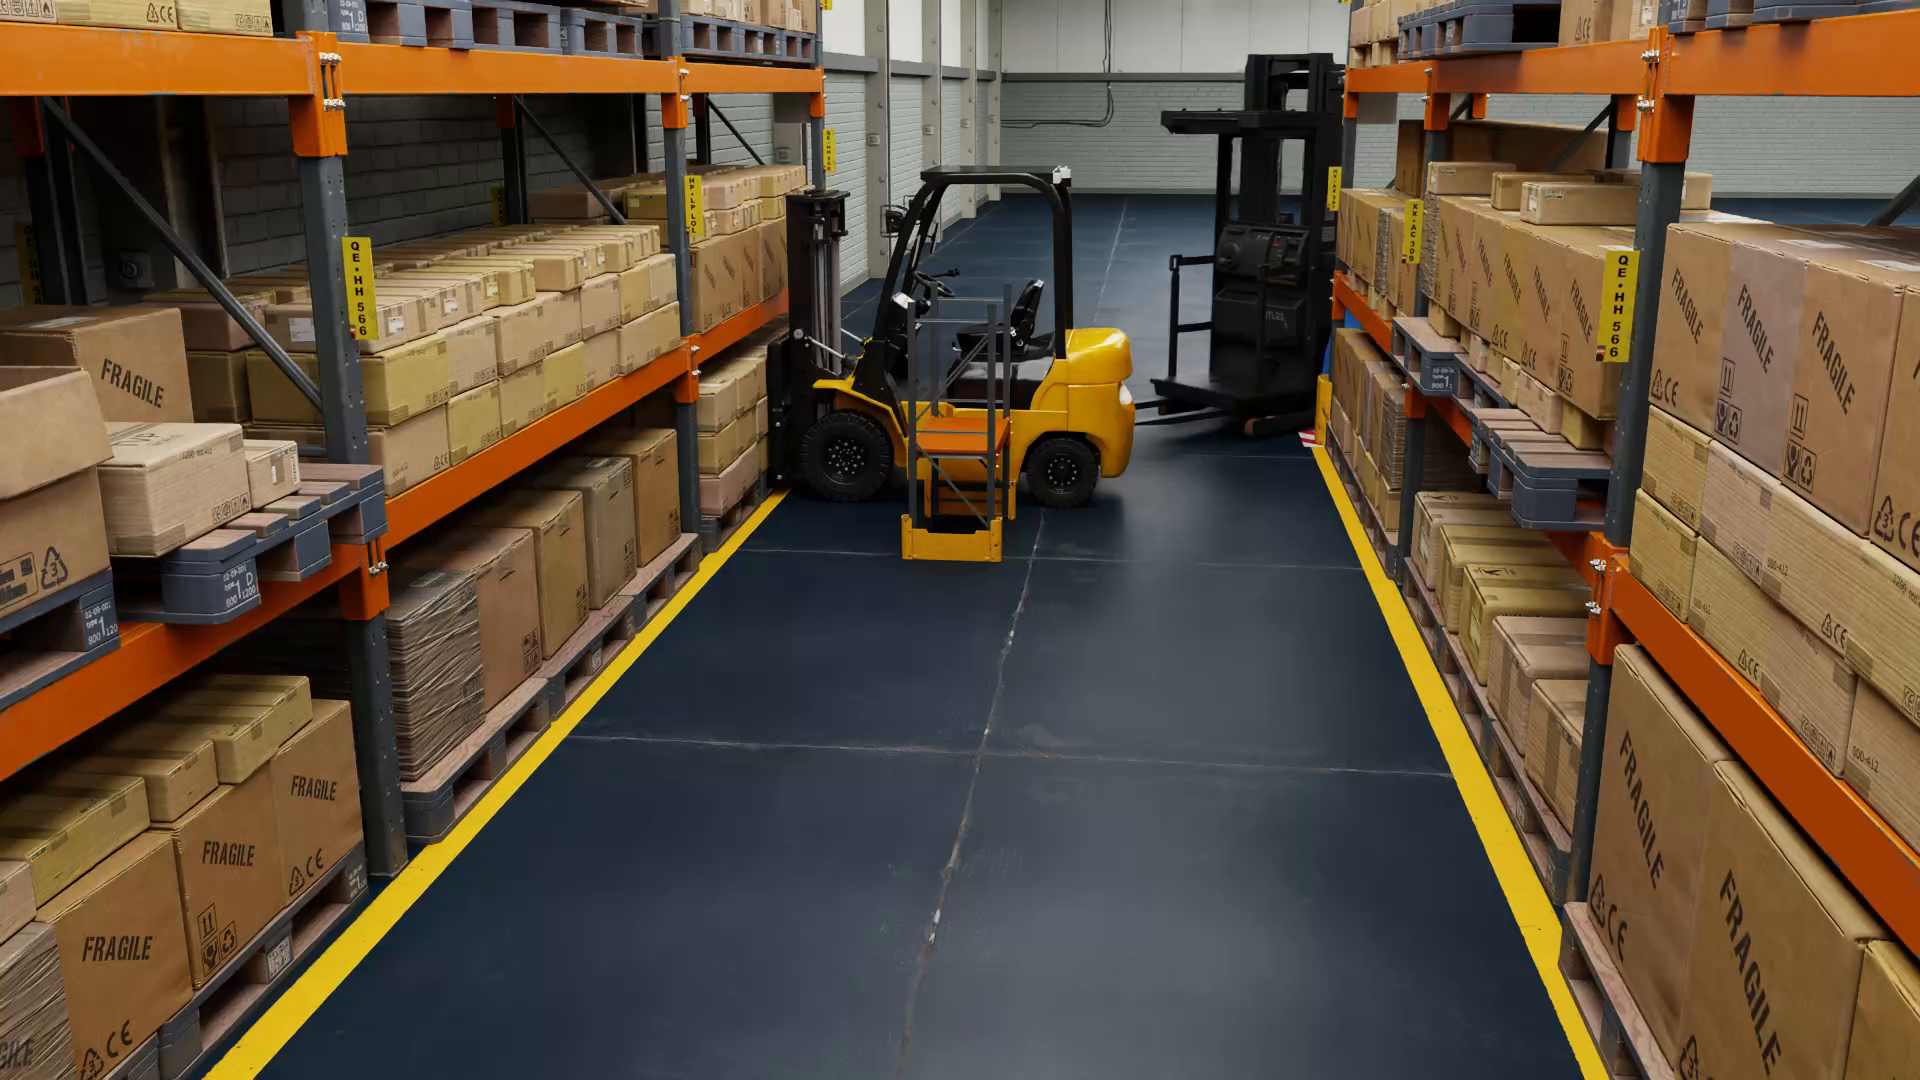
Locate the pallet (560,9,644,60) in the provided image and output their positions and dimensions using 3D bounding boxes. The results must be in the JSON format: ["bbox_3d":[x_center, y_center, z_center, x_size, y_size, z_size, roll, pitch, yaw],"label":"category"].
[{"bbox_3d":[-2.095,-2.459,8.129,0.805,0.209,1.217,1,15,4],"label":"pallet"}]

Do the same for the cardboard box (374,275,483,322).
[{"bbox_3d":[-2.082,-0.935,6.440,0.380,0.149,0.250,2,15,7],"label":"cardboard box"}]

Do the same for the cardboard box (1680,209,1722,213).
[{"bbox_3d":[2.981,-1.193,7.261,0.500,0.500,0.500,2,15,8],"label":"cardboard box"}]

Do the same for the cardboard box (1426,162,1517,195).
[{"bbox_3d":[2.519,-1.783,8.202,0.380,0.149,0.250,2,15,6],"label":"cardboard box"}]

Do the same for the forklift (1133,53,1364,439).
[{"bbox_3d":[2.264,-2.363,13.285,3.031,2.935,1.130,-11,18,-34],"label":"forklift"}]

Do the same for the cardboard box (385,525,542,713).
[{"bbox_3d":[-2.310,0.317,6.986,0.875,0.625,0.625,2,15,8],"label":"cardboard box"}]

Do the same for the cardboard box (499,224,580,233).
[{"bbox_3d":[-2.261,-1.609,8.932,0.380,0.149,0.250,1,15,5],"label":"cardboard box"}]

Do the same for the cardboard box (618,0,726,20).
[{"bbox_3d":[-1.673,-3.197,9.667,0.500,0.311,0.500,2,15,7],"label":"cardboard box"}]

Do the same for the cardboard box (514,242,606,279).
[{"bbox_3d":[-1.907,-1.331,7.904,0.380,0.149,0.250,1,15,5],"label":"cardboard box"}]

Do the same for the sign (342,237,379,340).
[{"bbox_3d":[-1.920,-0.802,5.316,0.100,0.325,0.005,2,15,6],"label":"sign"}]

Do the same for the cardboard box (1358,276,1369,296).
[{"bbox_3d":[2.936,-1.757,11.393,0.380,0.149,0.250,2,15,8],"label":"cardboard box"}]

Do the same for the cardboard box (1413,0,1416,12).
[{"bbox_3d":[2.706,-2.829,8.850,0.500,0.250,0.500,2,15,6],"label":"cardboard box"}]

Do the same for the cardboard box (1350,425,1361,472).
[{"bbox_3d":[2.895,-0.625,11.190,0.500,0.250,0.500,3,15,10],"label":"cardboard box"}]

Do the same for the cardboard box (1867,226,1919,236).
[{"bbox_3d":[2.674,-0.539,4.302,0.500,0.500,0.500,1,15,5],"label":"cardboard box"}]

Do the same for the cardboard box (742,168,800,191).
[{"bbox_3d":[-1.388,-2.642,12.183,0.380,0.149,0.250,2,15,8],"label":"cardboard box"}]

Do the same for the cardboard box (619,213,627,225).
[{"bbox_3d":[-2.196,-1.919,10.079,0.380,0.149,0.250,2,15,8],"label":"cardboard box"}]

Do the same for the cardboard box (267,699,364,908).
[{"bbox_3d":[-2.294,0.825,5.349,0.500,0.500,0.500,2,15,8],"label":"cardboard box"}]

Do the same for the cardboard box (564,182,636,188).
[{"bbox_3d":[-2.221,-2.129,10.284,0.380,0.149,0.250,1,15,5],"label":"cardboard box"}]

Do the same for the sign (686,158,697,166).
[{"bbox_3d":[-2.108,-2.844,13.123,0.100,0.325,0.005,2,15,6],"label":"sign"}]

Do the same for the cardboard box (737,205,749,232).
[{"bbox_3d":[-1.549,-2.034,10.504,0.380,0.149,0.250,2,15,6],"label":"cardboard box"}]

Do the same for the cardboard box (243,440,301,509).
[{"bbox_3d":[-2.153,-0.195,4.813,0.380,0.149,0.250,2,15,7],"label":"cardboard box"}]

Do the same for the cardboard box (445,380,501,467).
[{"bbox_3d":[-2.105,-0.461,6.407,0.500,0.250,0.500,1,15,5],"label":"cardboard box"}]

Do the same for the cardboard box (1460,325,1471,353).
[{"bbox_3d":[2.484,-0.929,7.528,0.380,0.149,0.250,2,15,7],"label":"cardboard box"}]

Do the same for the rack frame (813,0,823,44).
[{"bbox_3d":[-1.557,-5.266,12.397,1.000,3.000,0.127,2,15,6],"label":"rack frame"}]

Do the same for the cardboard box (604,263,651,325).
[{"bbox_3d":[-1.861,-1.233,8.305,0.500,0.250,0.500,1,15,5],"label":"cardboard box"}]

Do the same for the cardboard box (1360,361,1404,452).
[{"bbox_3d":[2.836,-0.850,10.587,0.500,0.500,0.500,3,15,9],"label":"cardboard box"}]

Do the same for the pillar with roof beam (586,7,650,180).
[{"bbox_3d":[1.746,-4.985,11.358,9.100,9.000,0.400,2,15,6],"label":"pillar with roof beam"}]

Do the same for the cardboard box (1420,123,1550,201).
[{"bbox_3d":[3.320,-2.369,10.498,0.700,0.500,0.500,2,15,6],"label":"cardboard box"}]

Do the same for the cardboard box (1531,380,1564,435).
[{"bbox_3d":[2.218,-0.462,5.799,0.380,0.149,0.250,2,15,6],"label":"cardboard box"}]

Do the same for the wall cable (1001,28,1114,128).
[{"bbox_3d":[2.500,-12.119,43.689,3.097,2.526,0.112,2,15,6],"label":"wall cable"}]

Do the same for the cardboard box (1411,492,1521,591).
[{"bbox_3d":[2.867,0.015,8.591,0.950,0.372,0.625,2,15,7],"label":"cardboard box"}]

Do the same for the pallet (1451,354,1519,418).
[{"bbox_3d":[2.655,-0.572,6.898,1.003,0.211,1.213,2,15,6],"label":"pallet"}]

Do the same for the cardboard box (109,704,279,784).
[{"bbox_3d":[-2.264,0.603,4.927,0.380,0.149,0.250,1,15,3],"label":"cardboard box"}]

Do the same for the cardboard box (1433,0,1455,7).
[{"bbox_3d":[2.403,-2.494,7.376,0.500,0.250,0.500,1,15,6],"label":"cardboard box"}]

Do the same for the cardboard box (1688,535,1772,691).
[{"bbox_3d":[2.127,0.176,4.053,0.500,0.250,0.500,1,15,5],"label":"cardboard box"}]

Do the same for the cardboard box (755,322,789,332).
[{"bbox_3d":[-1.351,-1.467,12.387,0.500,0.250,0.500,2,15,7],"label":"cardboard box"}]

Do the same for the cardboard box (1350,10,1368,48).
[{"bbox_3d":[3.054,-3.621,11.779,0.500,0.250,0.500,1,15,5],"label":"cardboard box"}]

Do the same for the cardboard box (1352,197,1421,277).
[{"bbox_3d":[2.935,-2.035,11.181,0.500,0.500,0.500,1,15,5],"label":"cardboard box"}]

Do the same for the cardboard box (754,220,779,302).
[{"bbox_3d":[-1.523,-1.885,11.195,0.500,0.500,0.500,2,15,7],"label":"cardboard box"}]

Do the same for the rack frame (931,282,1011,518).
[{"bbox_3d":[0.067,-0.878,10.536,0.500,1.500,0.032,2,15,6],"label":"rack frame"}]

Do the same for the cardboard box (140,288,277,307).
[{"bbox_3d":[-2.706,-0.818,6.006,0.380,0.149,0.250,2,15,8],"label":"cardboard box"}]

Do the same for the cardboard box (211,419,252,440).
[{"bbox_3d":[-2.663,-0.347,5.985,0.500,0.250,0.500,1,15,5],"label":"cardboard box"}]

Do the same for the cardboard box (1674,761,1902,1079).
[{"bbox_3d":[2.207,1.081,3.684,0.875,0.875,0.875,2,15,7],"label":"cardboard box"}]

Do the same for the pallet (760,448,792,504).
[{"bbox_3d":[-1.742,-0.509,11.639,1.003,0.211,1.213,2,15,6],"label":"pallet"}]

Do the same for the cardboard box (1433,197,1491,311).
[{"bbox_3d":[2.530,-1.339,7.801,0.500,0.500,0.500,2,15,6],"label":"cardboard box"}]

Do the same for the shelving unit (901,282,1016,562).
[{"bbox_3d":[0.009,-0.744,10.039,0.587,1.500,1.083,2,15,6],"label":"shelving unit"}]

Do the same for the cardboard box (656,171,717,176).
[{"bbox_3d":[-1.934,-2.525,11.751,0.380,0.149,0.250,2,15,8],"label":"cardboard box"}]

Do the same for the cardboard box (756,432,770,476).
[{"bbox_3d":[-1.541,-0.589,11.059,0.500,0.250,0.500,2,15,7],"label":"cardboard box"}]

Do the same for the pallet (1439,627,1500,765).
[{"bbox_3d":[2.702,0.678,7.250,1.003,0.211,1.213,2,15,6],"label":"pallet"}]

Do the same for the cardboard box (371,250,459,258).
[{"bbox_3d":[-2.480,-1.215,7.475,0.380,0.149,0.250,2,15,7],"label":"cardboard box"}]

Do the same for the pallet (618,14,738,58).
[{"bbox_3d":[-1.938,-2.960,9.784,1.003,0.211,1.213,2,15,6],"label":"pallet"}]

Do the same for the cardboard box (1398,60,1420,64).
[{"bbox_3d":[2.787,-2.871,9.769,0.380,0.149,0.250,2,15,8],"label":"cardboard box"}]

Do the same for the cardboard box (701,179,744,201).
[{"bbox_3d":[-1.611,-2.248,10.724,0.380,0.149,0.250,2,15,6],"label":"cardboard box"}]

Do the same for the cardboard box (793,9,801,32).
[{"bbox_3d":[-1.349,-3.724,11.926,0.380,0.149,0.250,1,15,5],"label":"cardboard box"}]

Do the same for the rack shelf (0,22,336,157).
[{"bbox_3d":[-2.686,-0.877,3.291,1.077,0.370,4.000,2,15,6],"label":"rack shelf"}]

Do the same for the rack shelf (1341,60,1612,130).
[{"bbox_3d":[3.150,-2.807,10.427,1.077,0.370,4.000,2,15,6],"label":"rack shelf"}]
